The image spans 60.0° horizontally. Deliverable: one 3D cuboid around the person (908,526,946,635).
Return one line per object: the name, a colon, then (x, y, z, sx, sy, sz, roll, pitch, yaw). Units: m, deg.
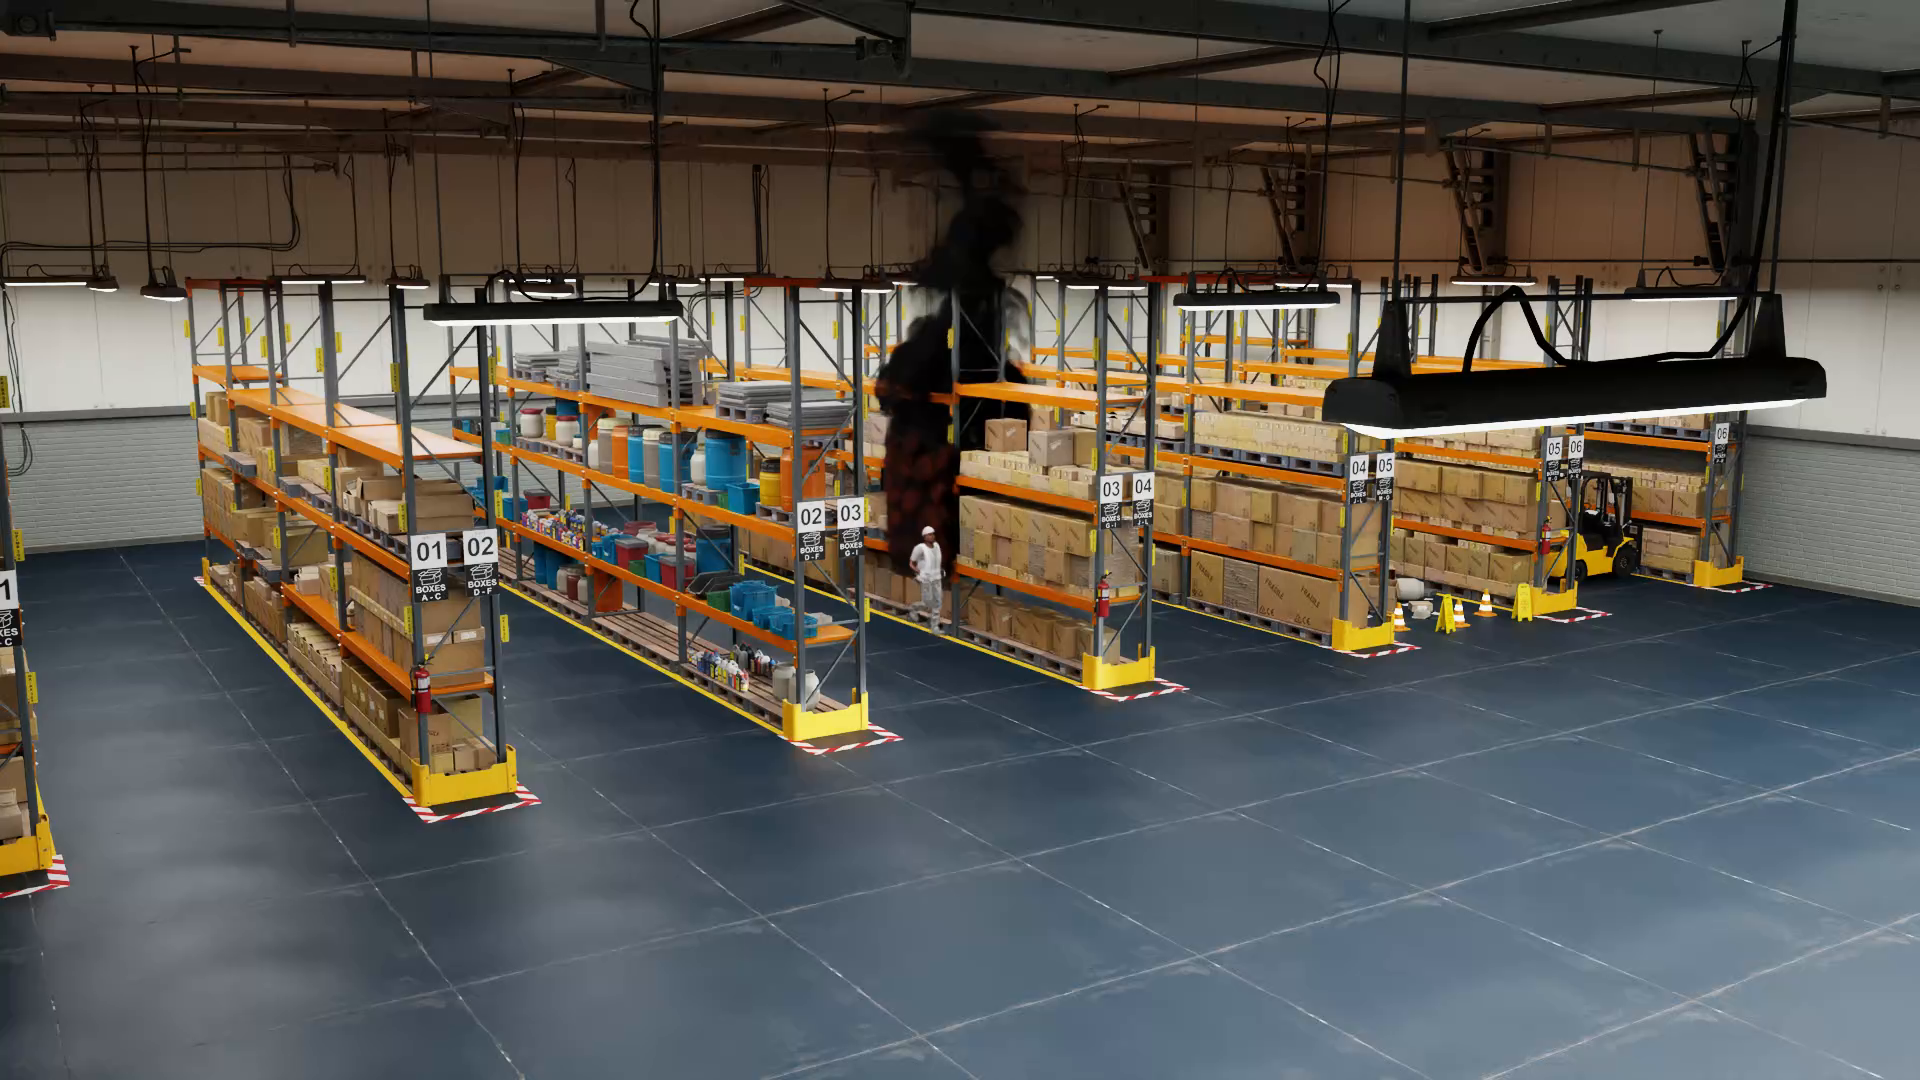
person: (-0.508, 0.653, 27.110, 0.702, 1.767, 0.804, -9, 13, -43)

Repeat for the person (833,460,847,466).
person: (-3.130, -1.434, 41.602, 0.524, 1.633, 0.732, -4, 10, -23)
